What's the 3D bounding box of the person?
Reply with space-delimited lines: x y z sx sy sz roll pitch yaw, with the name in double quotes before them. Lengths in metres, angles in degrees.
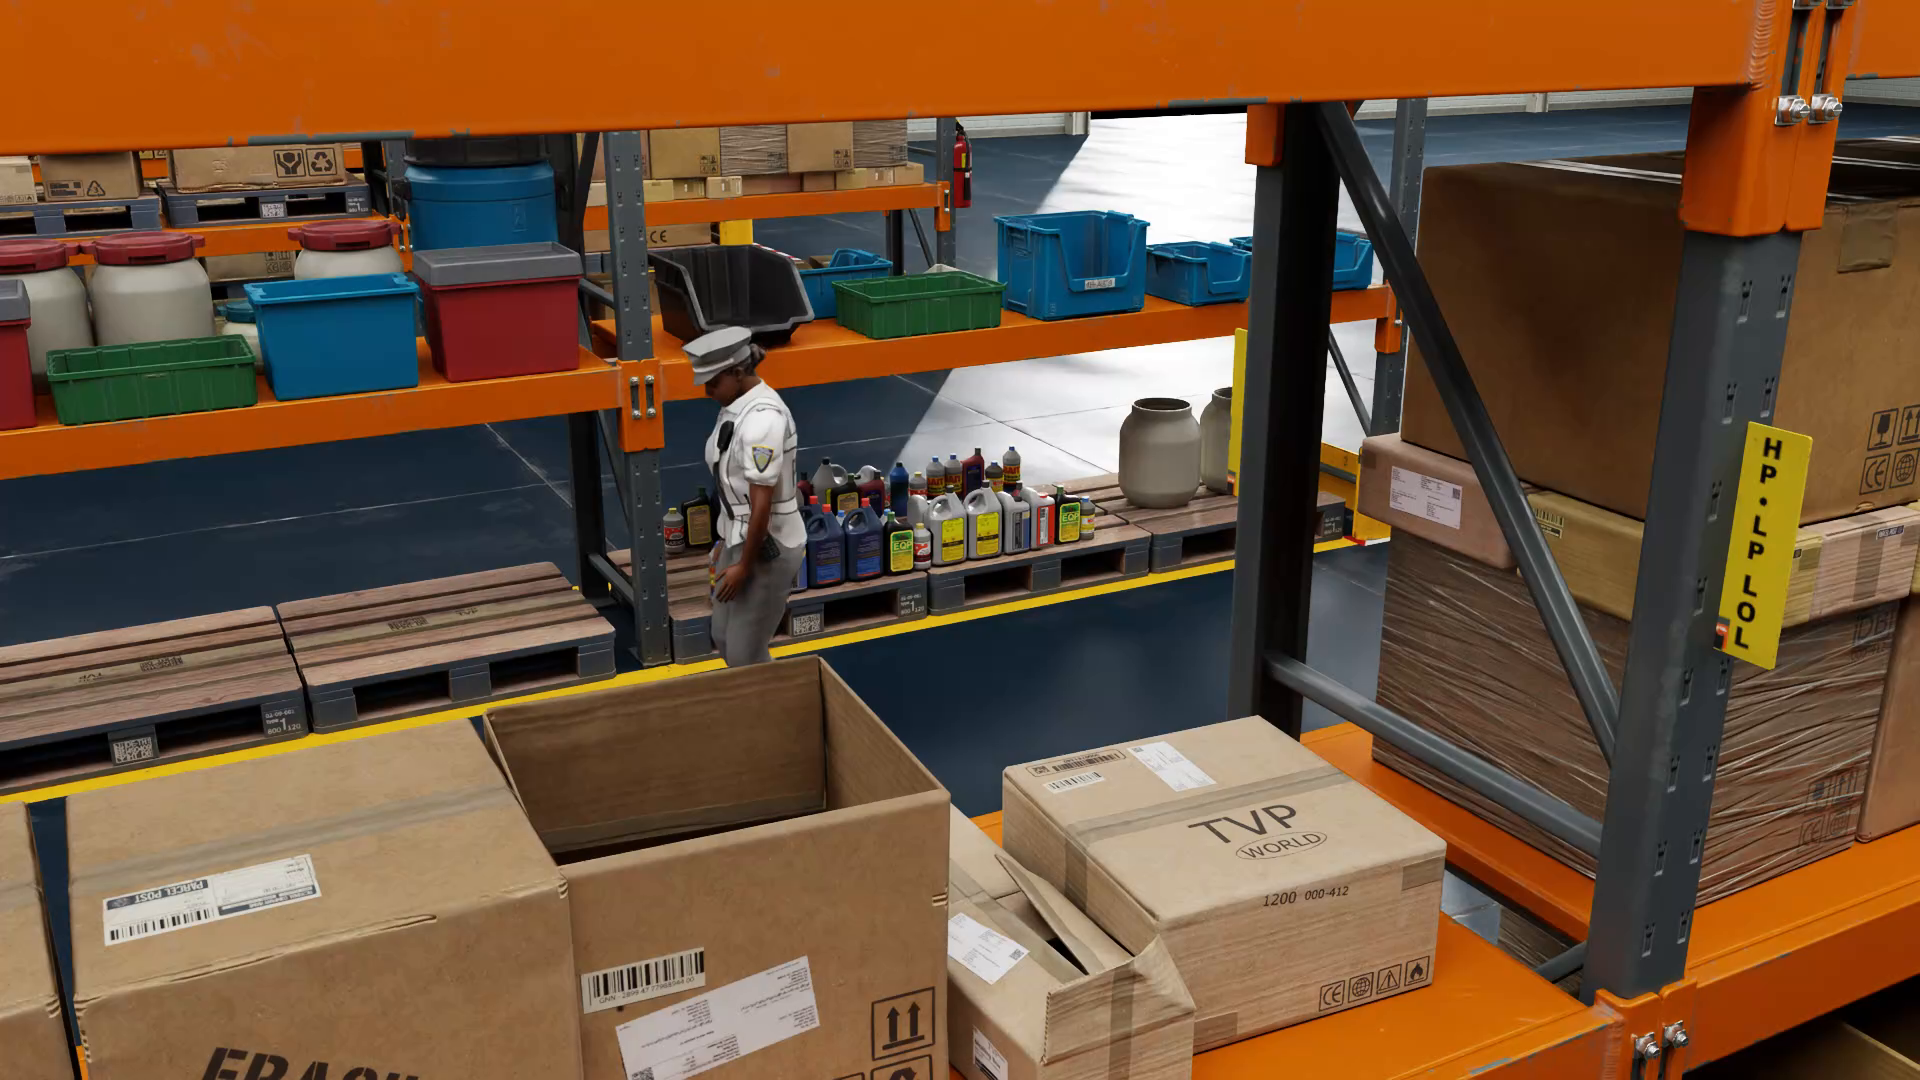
"person" -0.755 0.048 5.978 0.409 1.636 0.450 -6 20 -18
